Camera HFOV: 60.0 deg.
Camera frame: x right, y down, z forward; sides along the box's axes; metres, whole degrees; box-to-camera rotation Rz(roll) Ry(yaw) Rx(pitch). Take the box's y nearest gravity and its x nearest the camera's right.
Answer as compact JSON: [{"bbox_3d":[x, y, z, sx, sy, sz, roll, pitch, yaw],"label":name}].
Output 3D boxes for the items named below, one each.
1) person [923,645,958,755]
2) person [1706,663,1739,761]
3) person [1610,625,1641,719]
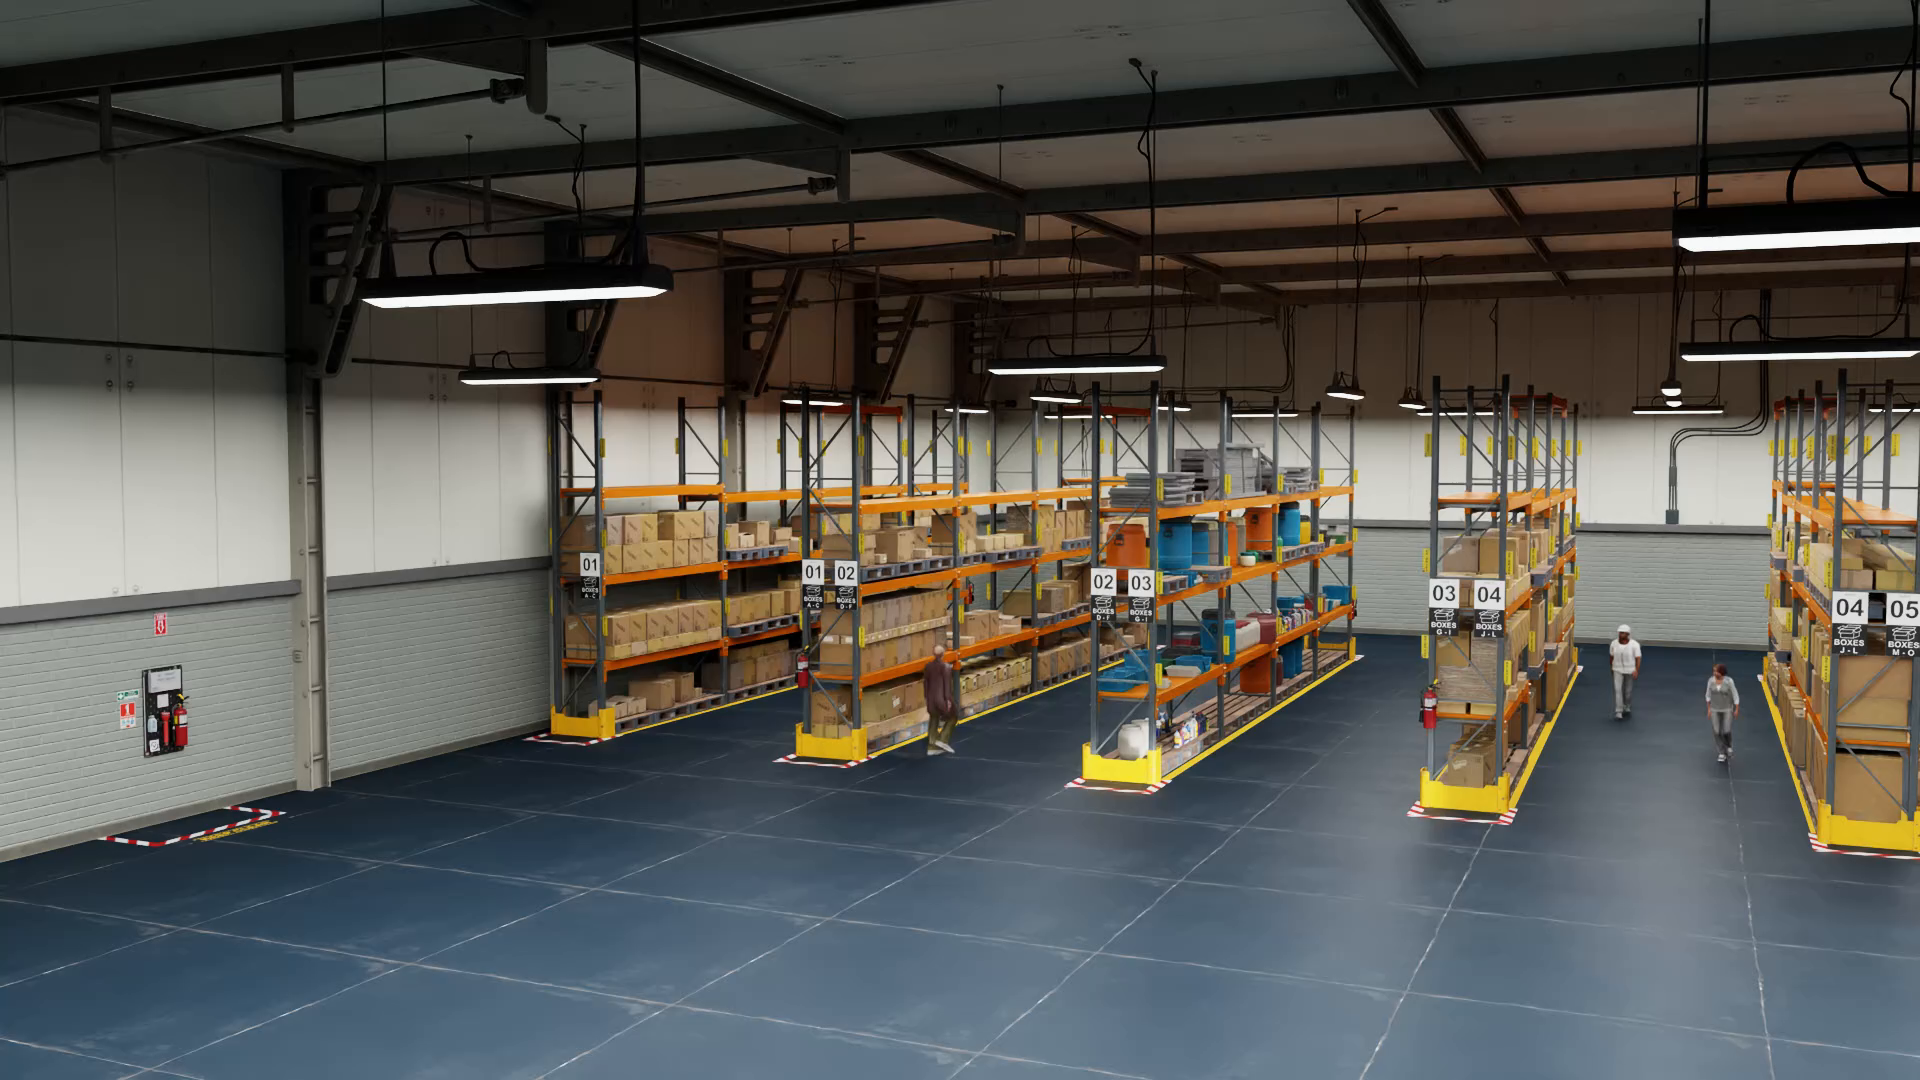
[{"bbox_3d":[-0.352,2.704,27.118,0.607,1.564,0.551,2,4,37],"label":"person"},{"bbox_3d":[12.216,2.749,26.638,0.499,1.577,0.448,2,4,38],"label":"person"},{"bbox_3d":[12.338,2.429,30.837,0.544,1.710,1.081,1,3,21],"label":"person"}]
